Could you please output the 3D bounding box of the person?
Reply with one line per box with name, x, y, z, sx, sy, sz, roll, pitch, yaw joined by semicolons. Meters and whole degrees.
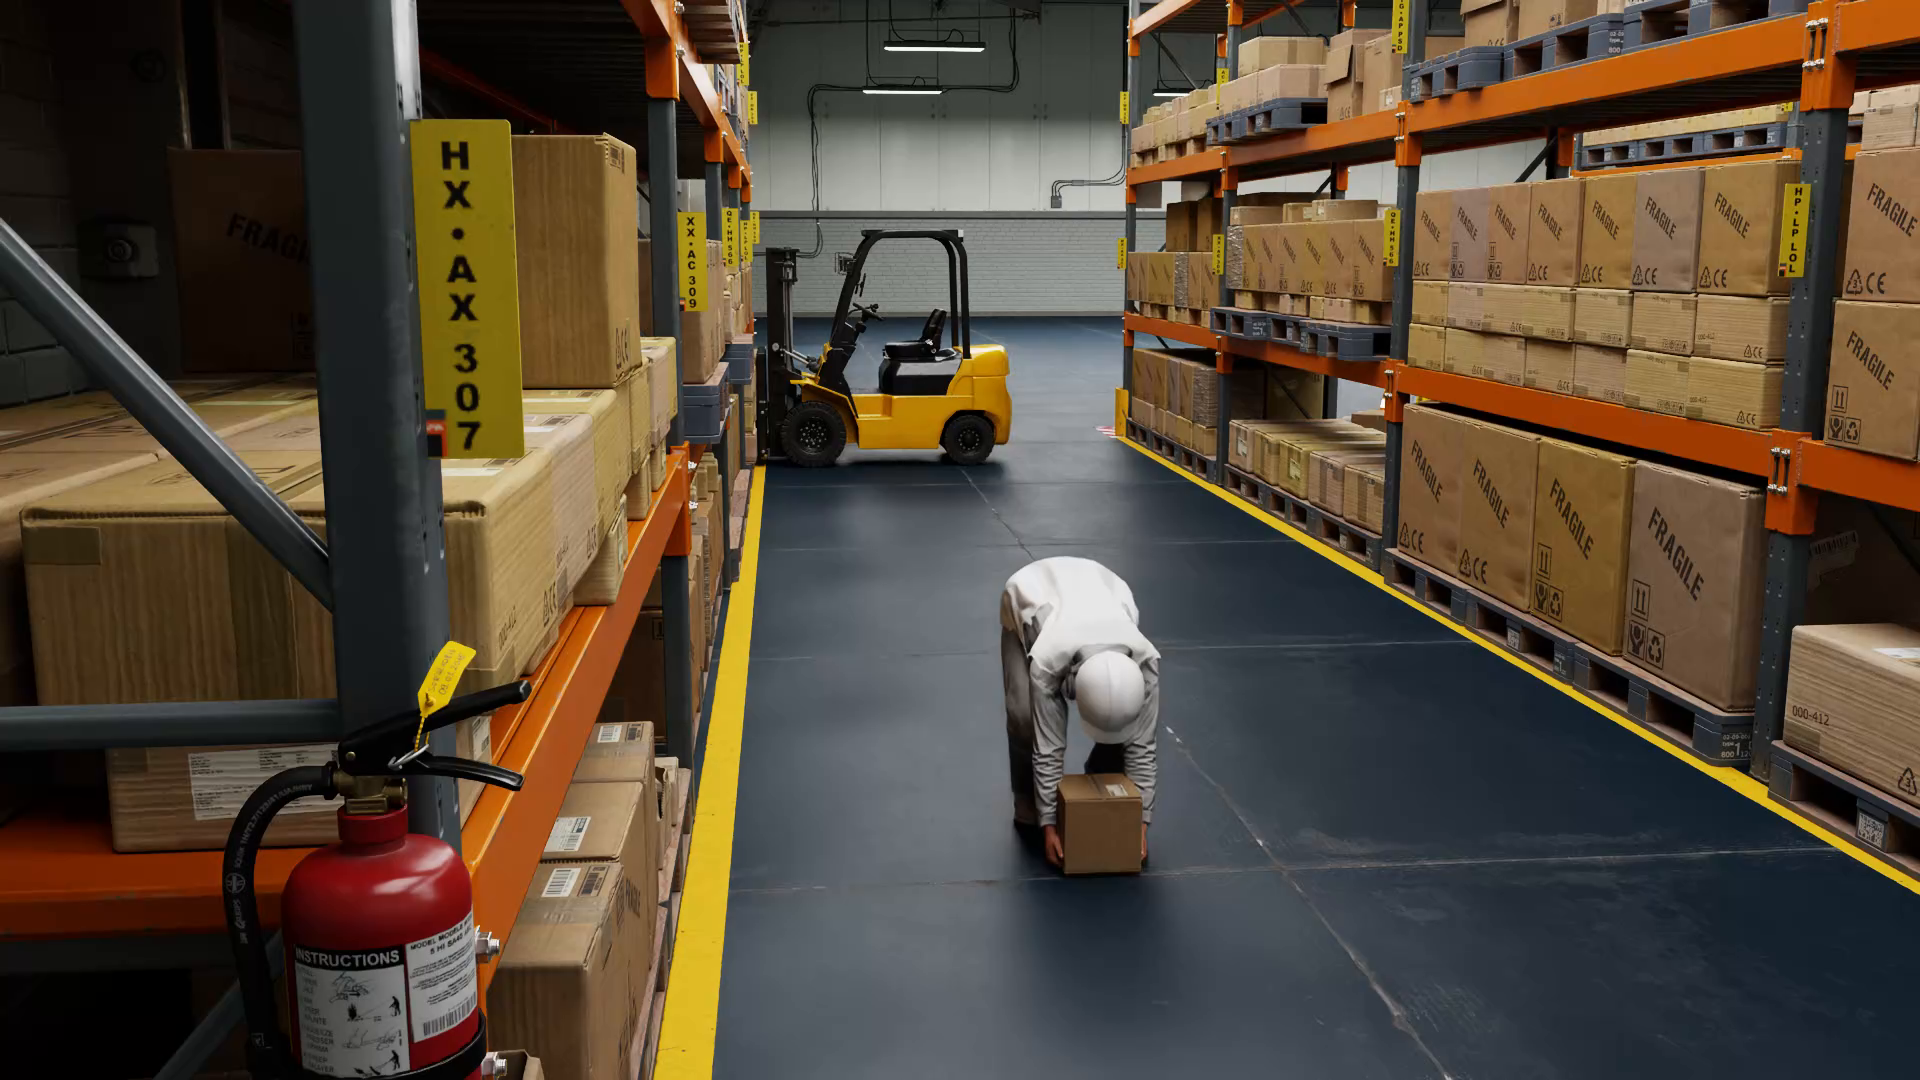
person;0.419;0.556;5.622;0.519;0.923;0.999;-2;10;-9
